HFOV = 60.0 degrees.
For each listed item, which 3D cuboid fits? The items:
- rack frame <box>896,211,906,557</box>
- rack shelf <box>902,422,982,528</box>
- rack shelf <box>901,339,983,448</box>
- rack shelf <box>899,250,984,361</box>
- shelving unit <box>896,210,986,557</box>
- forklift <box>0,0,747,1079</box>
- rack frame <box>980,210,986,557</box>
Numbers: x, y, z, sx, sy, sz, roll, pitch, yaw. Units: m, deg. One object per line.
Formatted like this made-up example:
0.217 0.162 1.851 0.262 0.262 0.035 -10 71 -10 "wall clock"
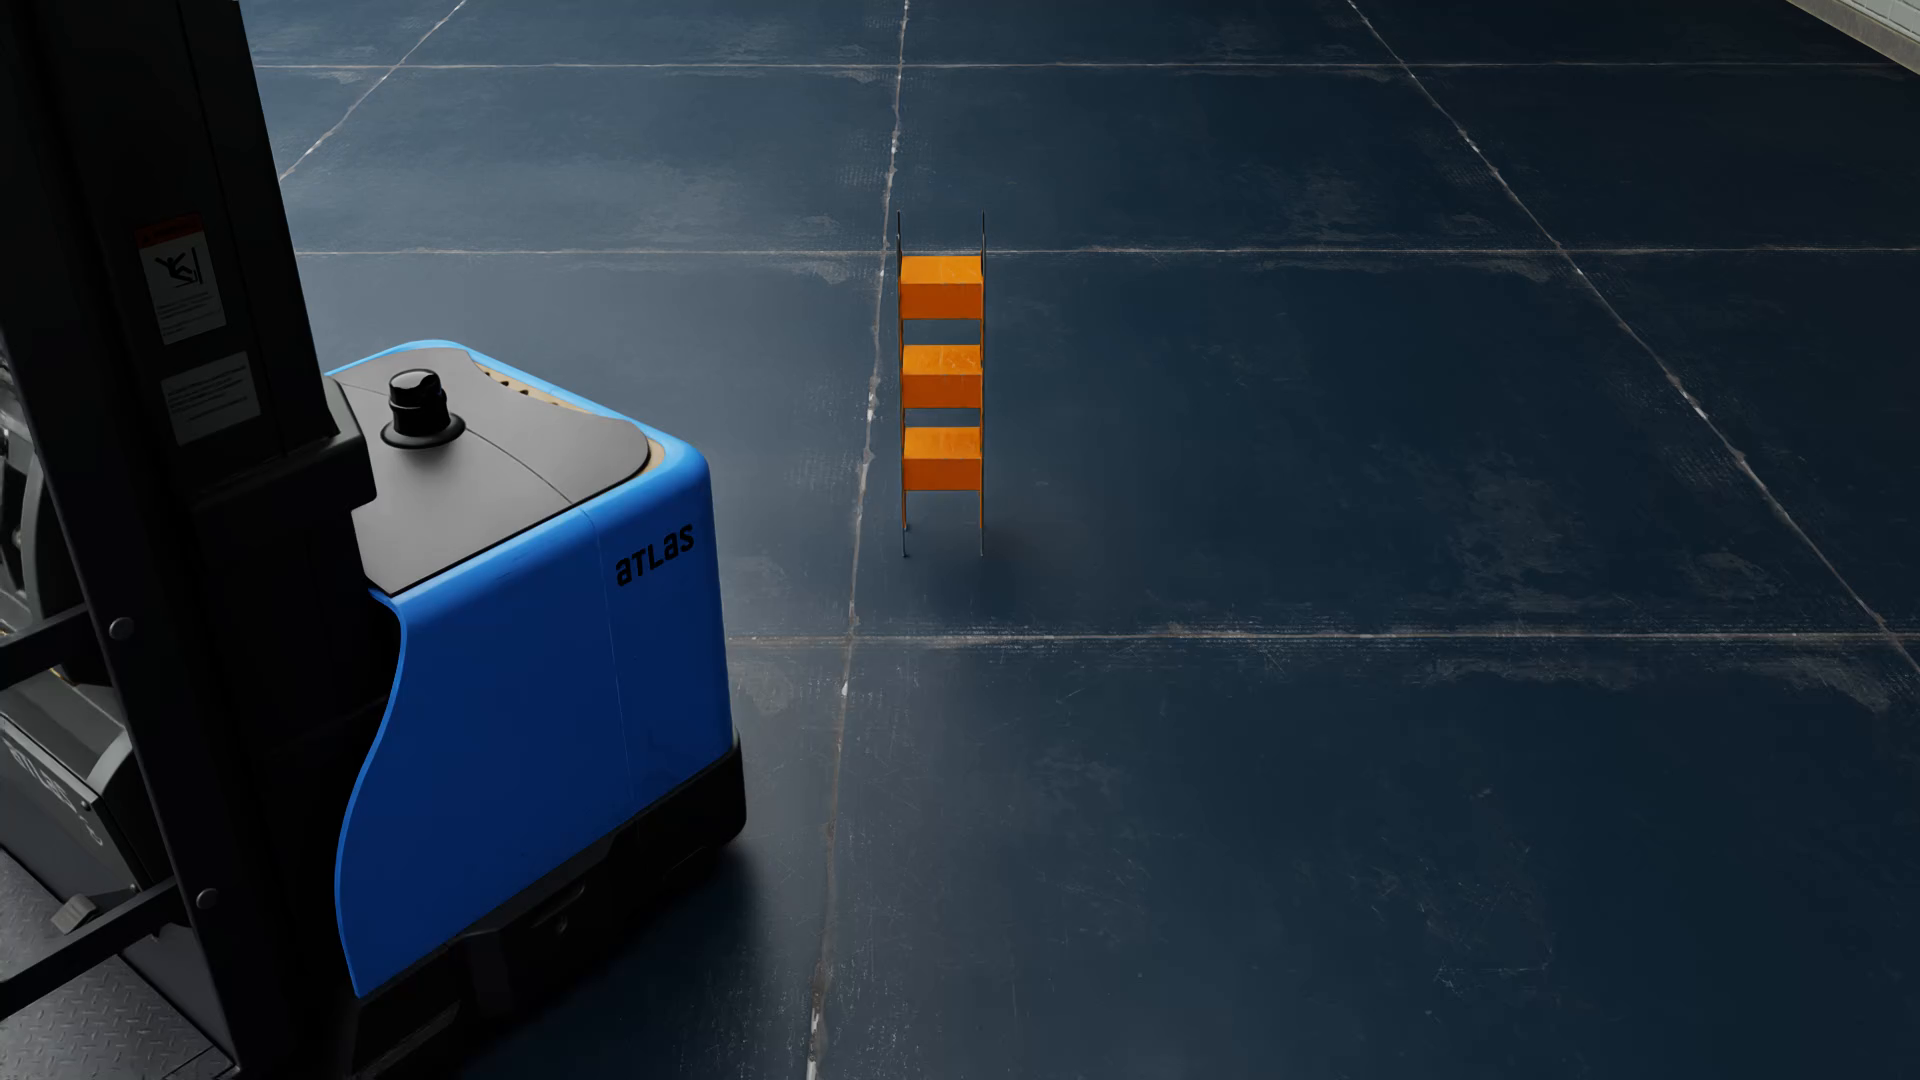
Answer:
-0.176 -0.448 4.977 0.008 1.050 0.200 0 31 0 "rack frame"
-0.054 -0.202 5.127 0.240 0.259 0.215 0 31 0 "rack shelf"
-0.054 -0.440 4.983 0.240 0.259 0.215 0 31 0 "rack shelf"
-0.054 -0.682 4.836 0.240 0.259 0.215 0 31 0 "rack shelf"
-0.054 -0.449 4.977 0.252 1.050 0.215 0 31 0 "shelving unit"
-1.836 -0.091 2.574 1.130 2.935 3.031 23 38 33 "forklift"
0.068 -0.449 4.978 0.008 1.050 0.200 0 31 0 "rack frame"
